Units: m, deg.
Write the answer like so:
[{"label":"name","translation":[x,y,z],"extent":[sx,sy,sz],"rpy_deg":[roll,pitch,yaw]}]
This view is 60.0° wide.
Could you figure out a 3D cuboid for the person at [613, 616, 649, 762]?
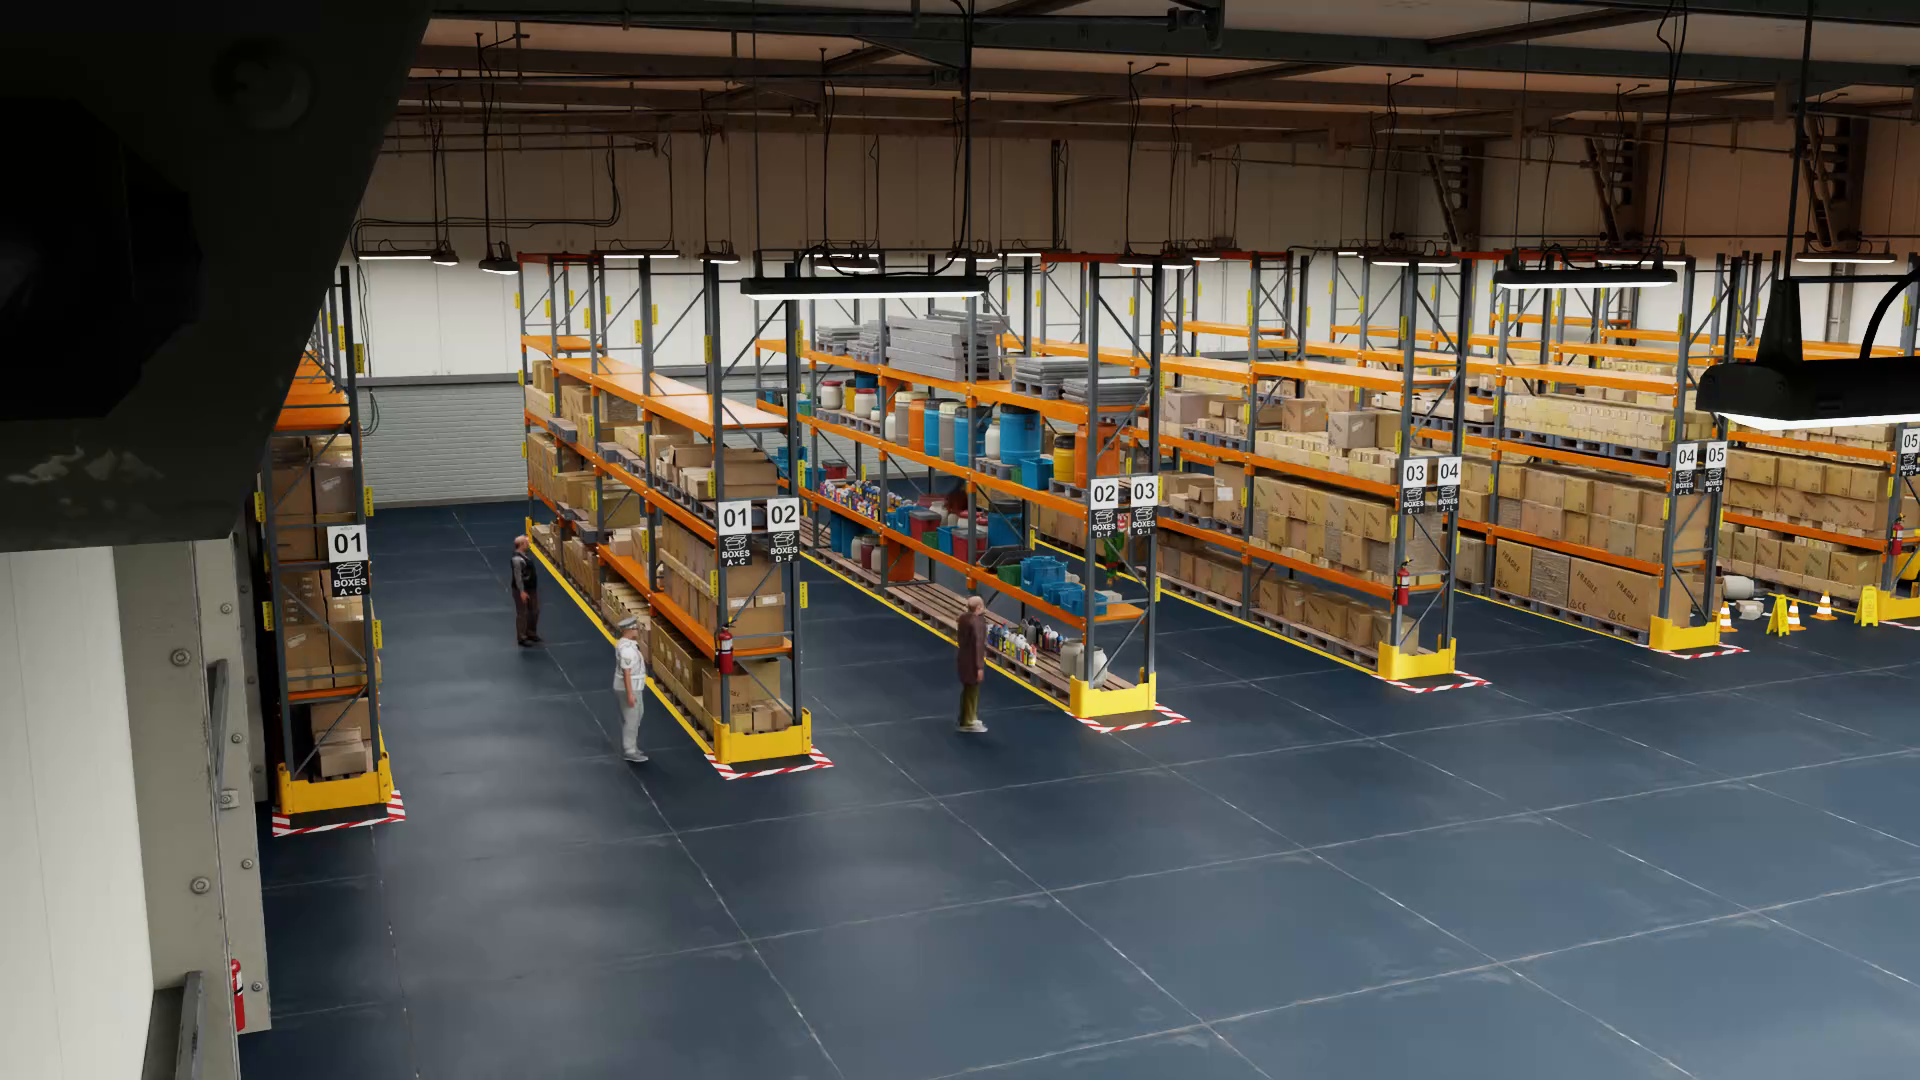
[{"label":"person","translation":[-4.028,1.841,20.285],"extent":[0.403,1.827,0.633],"rpy_deg":[-2,10,-9]}]

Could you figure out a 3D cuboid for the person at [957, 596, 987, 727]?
[{"label":"person","translation":[0.151,1.551,21.397],"extent":[0.350,1.703,0.663],"rpy_deg":[-4,11,-20]}]

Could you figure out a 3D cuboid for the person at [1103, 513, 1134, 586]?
[{"label":"person","translation":[2.756,-0.117,29.235],"extent":[0.563,1.818,0.597],"rpy_deg":[-2,11,-13]}]

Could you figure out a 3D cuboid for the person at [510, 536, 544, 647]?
[{"label":"person","translation":[-6.804,0.808,25.990],"extent":[0.421,1.772,0.604],"rpy_deg":[3,11,16]}]
